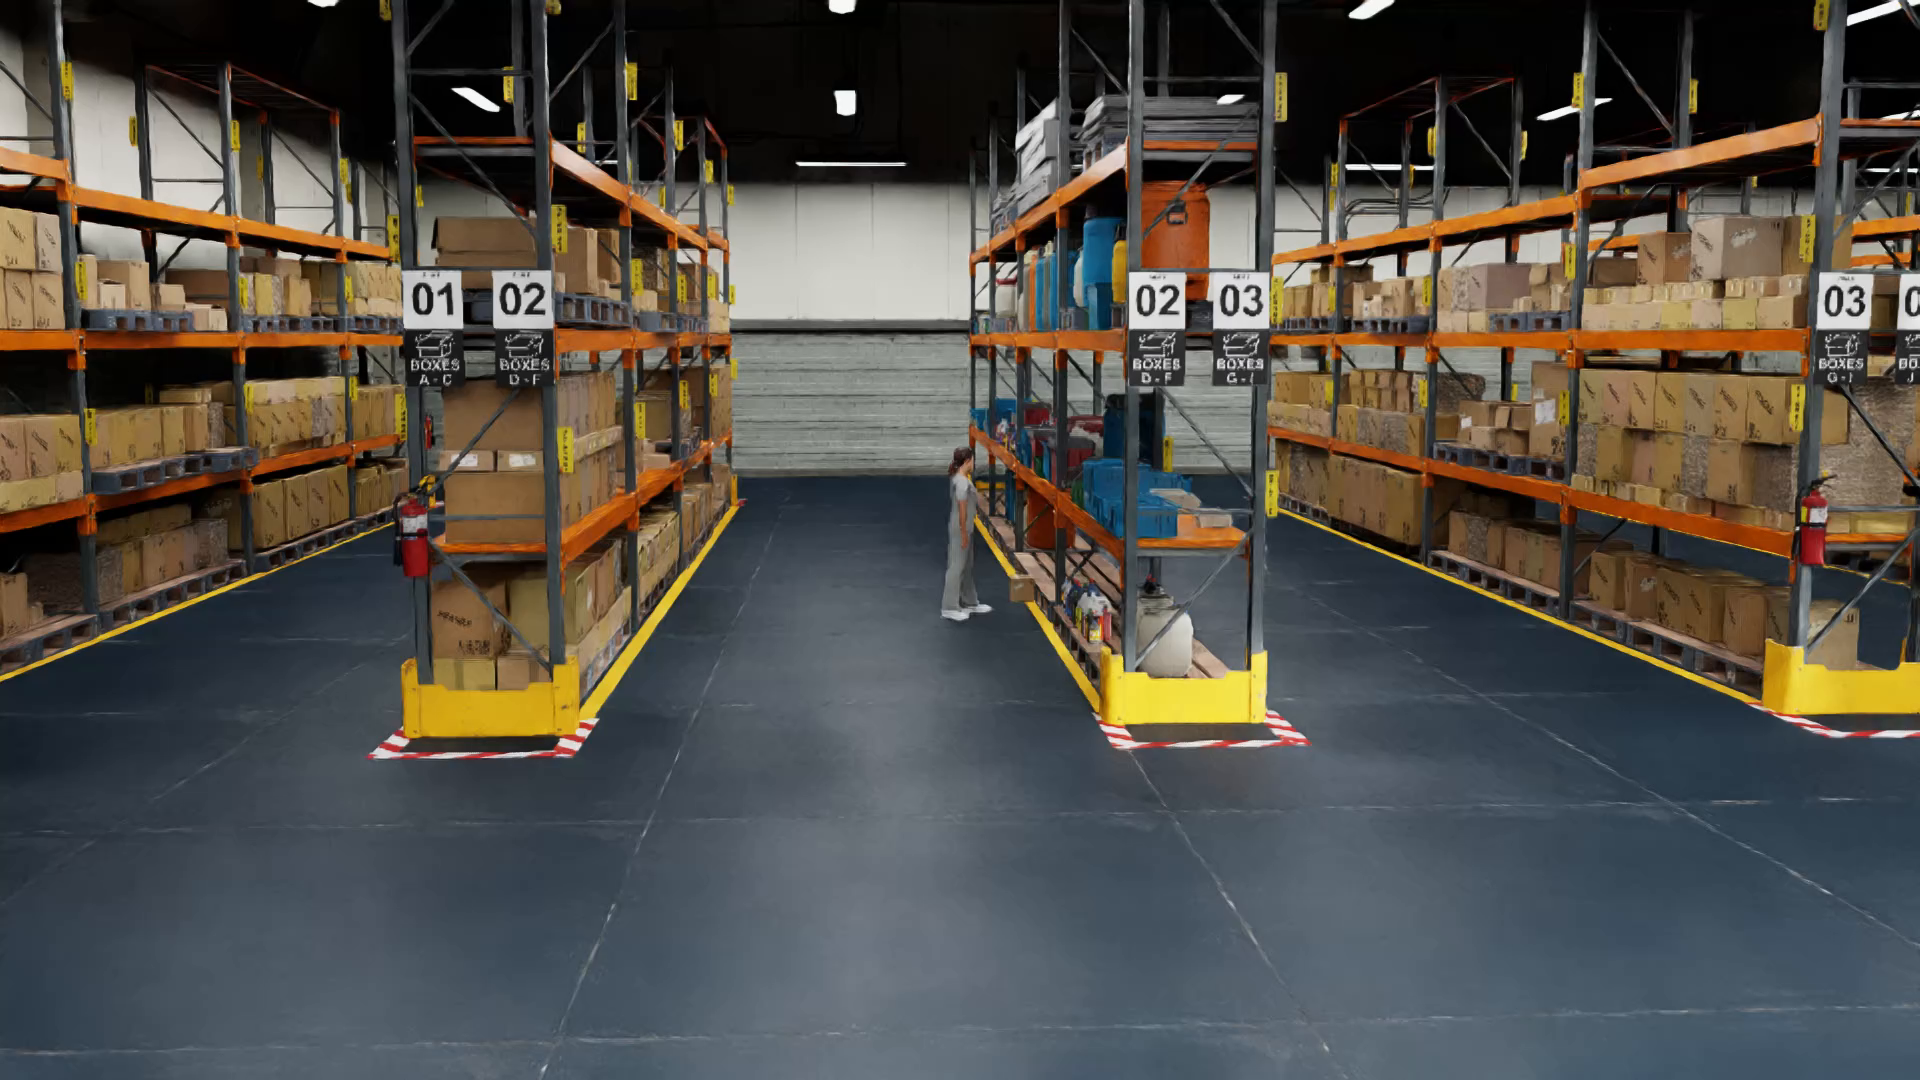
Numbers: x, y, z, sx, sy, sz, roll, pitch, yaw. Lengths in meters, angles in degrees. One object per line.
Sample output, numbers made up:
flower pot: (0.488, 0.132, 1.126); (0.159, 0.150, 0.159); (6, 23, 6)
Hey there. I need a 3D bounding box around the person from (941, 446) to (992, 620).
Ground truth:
person: (0.064, -0.081, 16.286); (0.518, 1.670, 0.544); (-1, 7, -4)
